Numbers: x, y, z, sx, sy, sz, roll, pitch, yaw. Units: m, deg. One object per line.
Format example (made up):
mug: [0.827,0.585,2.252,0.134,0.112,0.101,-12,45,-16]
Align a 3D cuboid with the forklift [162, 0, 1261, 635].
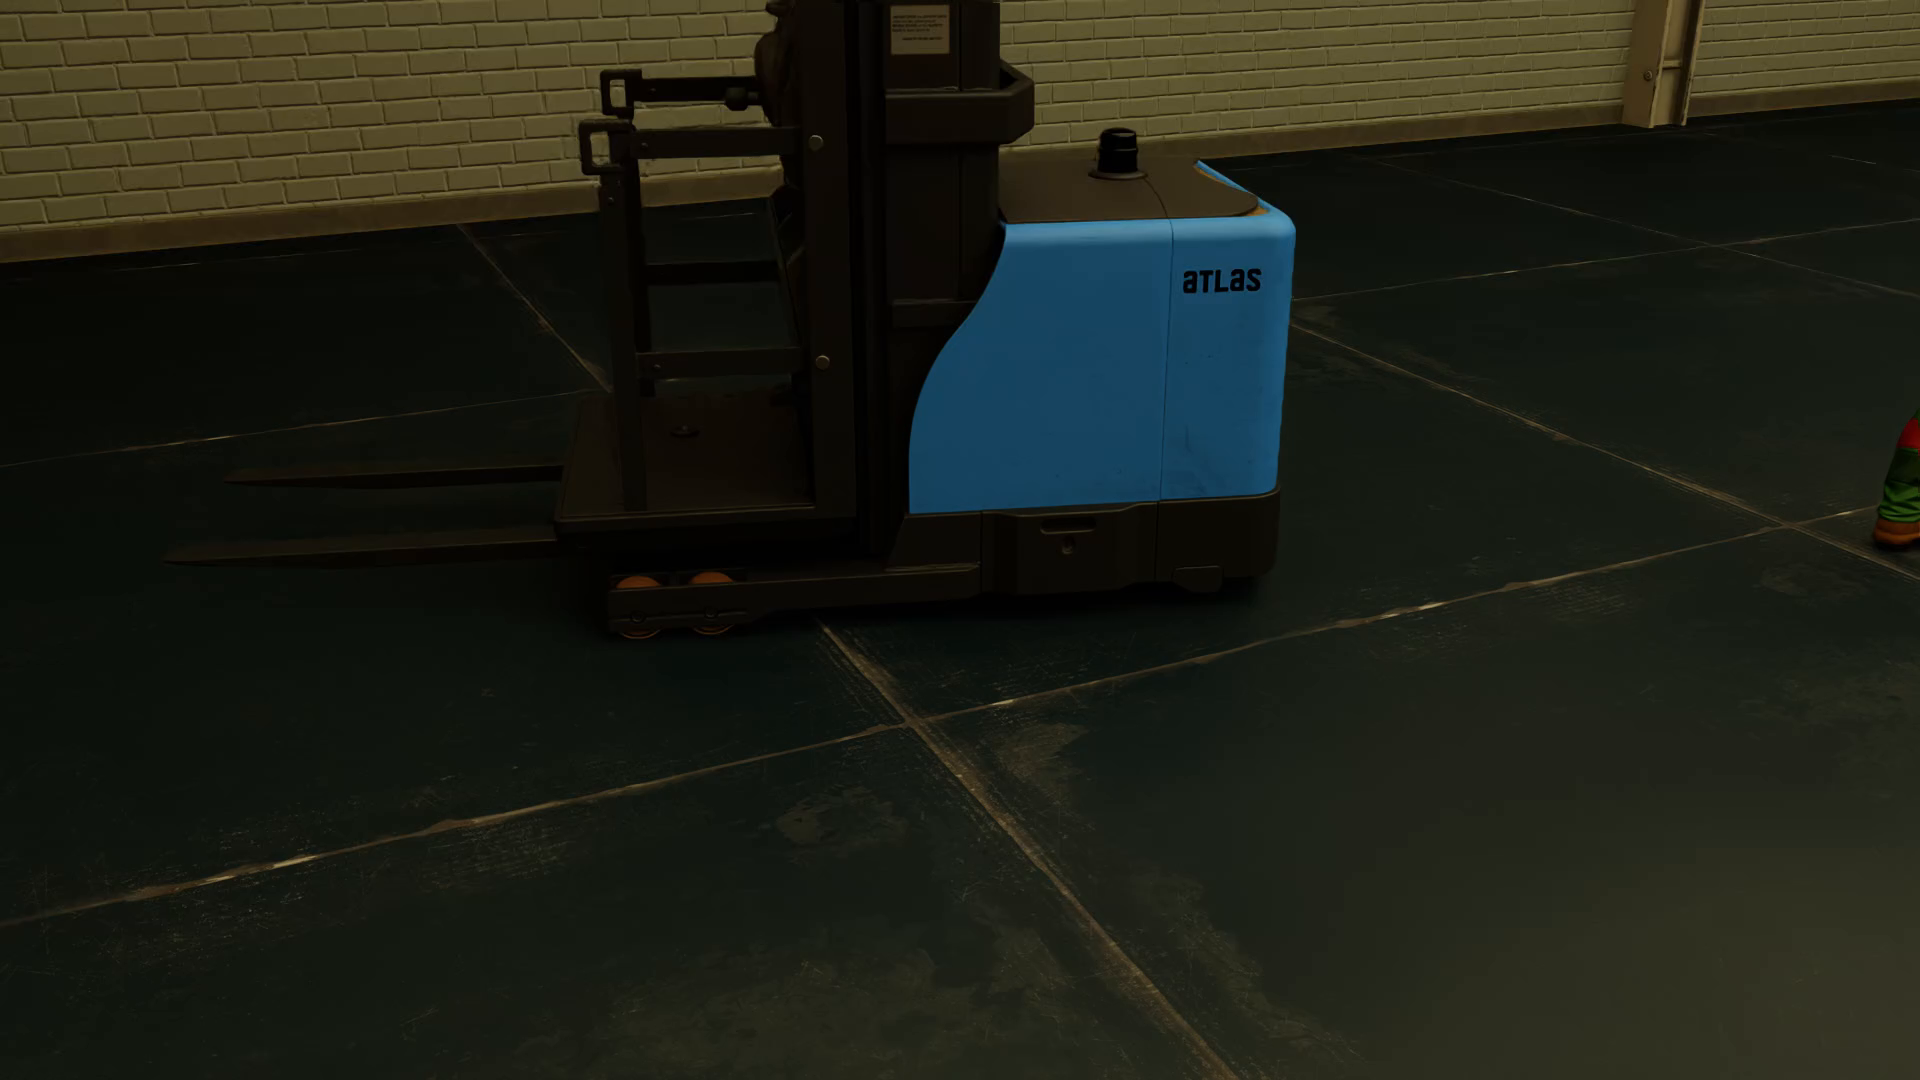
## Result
forklift: [-0.660,-1.305,4.427,3.031,2.935,1.121,-3,23,-8]

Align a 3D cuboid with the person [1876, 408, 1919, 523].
person: [3.173,-0.804,4.745,0.751,1.652,1.001,-9,24,-22]
